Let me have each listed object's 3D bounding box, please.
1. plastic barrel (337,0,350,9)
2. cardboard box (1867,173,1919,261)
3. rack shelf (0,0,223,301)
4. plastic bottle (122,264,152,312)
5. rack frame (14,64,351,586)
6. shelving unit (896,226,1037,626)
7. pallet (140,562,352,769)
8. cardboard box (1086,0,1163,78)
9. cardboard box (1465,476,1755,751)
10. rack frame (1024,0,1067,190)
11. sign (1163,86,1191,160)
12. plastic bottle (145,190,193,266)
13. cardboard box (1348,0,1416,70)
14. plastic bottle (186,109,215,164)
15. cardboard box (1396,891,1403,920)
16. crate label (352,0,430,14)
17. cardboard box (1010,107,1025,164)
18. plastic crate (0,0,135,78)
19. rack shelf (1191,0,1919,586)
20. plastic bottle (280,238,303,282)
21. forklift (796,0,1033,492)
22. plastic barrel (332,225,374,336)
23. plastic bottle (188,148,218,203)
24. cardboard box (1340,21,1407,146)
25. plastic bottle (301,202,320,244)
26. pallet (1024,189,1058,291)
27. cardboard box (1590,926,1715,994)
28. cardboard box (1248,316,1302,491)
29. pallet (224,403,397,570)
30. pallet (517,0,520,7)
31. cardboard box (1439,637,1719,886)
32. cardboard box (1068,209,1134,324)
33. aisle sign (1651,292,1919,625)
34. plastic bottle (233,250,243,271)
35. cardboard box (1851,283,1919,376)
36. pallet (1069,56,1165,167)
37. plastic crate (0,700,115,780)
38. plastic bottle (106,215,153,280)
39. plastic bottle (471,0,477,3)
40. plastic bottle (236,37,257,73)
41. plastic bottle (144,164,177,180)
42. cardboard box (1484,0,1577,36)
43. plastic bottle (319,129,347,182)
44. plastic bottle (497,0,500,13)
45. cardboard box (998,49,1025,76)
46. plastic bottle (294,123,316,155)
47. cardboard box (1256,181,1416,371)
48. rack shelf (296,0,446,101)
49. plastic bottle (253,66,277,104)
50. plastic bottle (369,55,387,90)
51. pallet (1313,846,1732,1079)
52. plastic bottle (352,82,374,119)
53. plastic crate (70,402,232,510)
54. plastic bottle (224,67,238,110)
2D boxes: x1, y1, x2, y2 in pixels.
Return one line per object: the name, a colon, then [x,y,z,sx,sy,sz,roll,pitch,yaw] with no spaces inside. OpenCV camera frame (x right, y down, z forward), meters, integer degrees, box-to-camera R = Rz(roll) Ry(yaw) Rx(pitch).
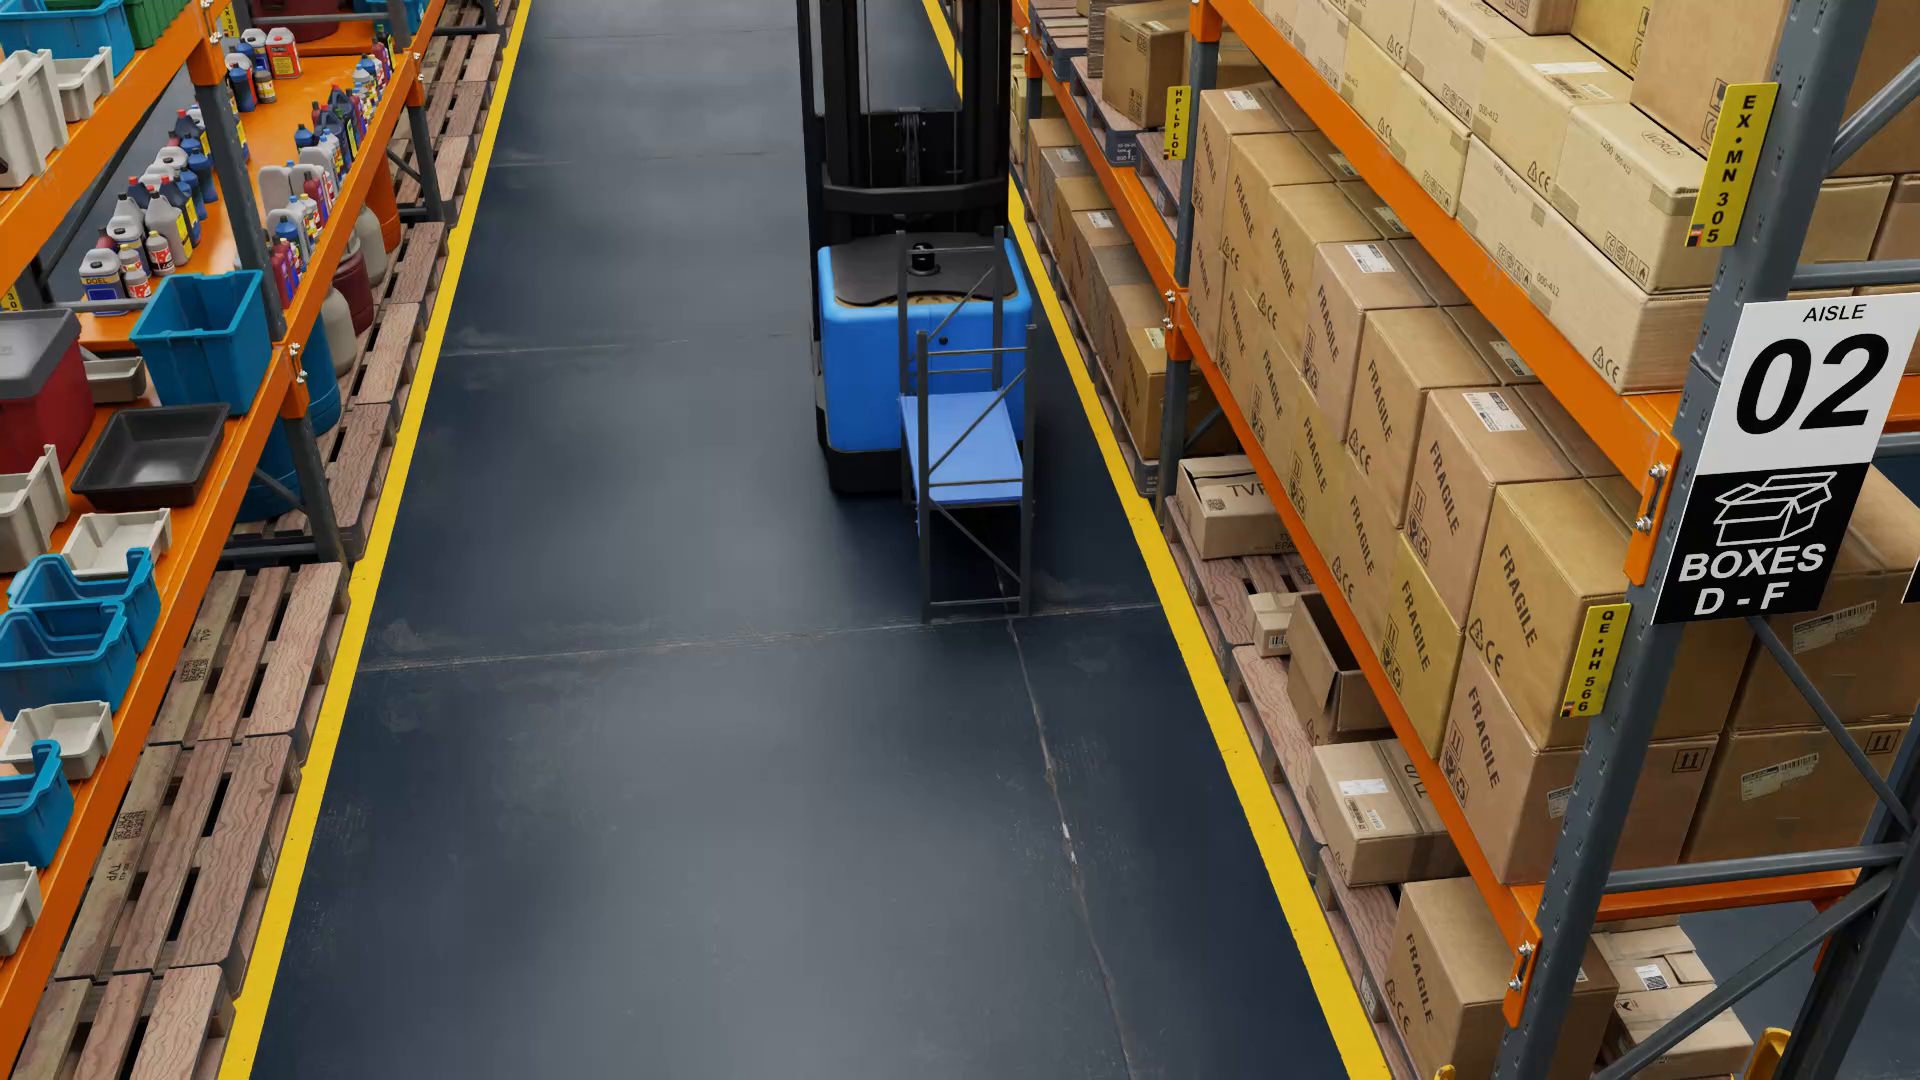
plastic barrel: [-4.307,-3.834,11.113,0.421,0.512,0.421,0,34,0]
cardboard box: [2.216,-0.829,3.829,0.500,0.250,0.500,-4,35,-6]
rack shelf: [-3.150,-0.824,4.771,1.077,0.370,4.000,-4,35,-6]
plastic bottle: [-3.671,-1.131,7.423,0.097,0.201,0.097,0,34,0]
rack frame: [-3.419,-0.998,7.051,1.000,3.000,0.127,-4,35,-6]
shelving unit: [0.012,-0.534,7.701,0.538,1.500,1.048,-4,34,-5]
pallet: [-3.282,0.562,7.238,1.003,0.211,1.213,-4,35,-6]
cardboard box: [1.082,-2.950,9.454,0.700,0.500,0.500,2,34,3]
cardboard box: [1.695,0.179,4.347,0.500,0.500,0.500,-5,35,-7]
rack frame: [0.952,-3.603,10.874,1.000,3.000,0.127,-4,35,-6]
sign: [0.940,-1.805,7.207,0.100,0.325,0.005,-4,35,-6]
plastic bottle: [-3.724,-1.477,7.797,0.144,0.351,0.185,-4,35,-6]
cardboard box: [1.501,-1.627,5.000,0.500,0.250,0.500,-4,35,-6]
plastic bottle: [-4.033,-2.139,8.835,0.152,0.276,0.135,-4,35,-6]
cardboard box: [1.745,1.333,5.756,0.380,0.166,0.250,-4,35,-6]
crate label: [-3.823,-3.820,11.160,0.502,0.435,0.616,-4,35,-6]
cardboard box: [0.639,-2.916,11.933,0.500,0.250,0.500,-4,34,-5]
plastic crate: [-2.980,-1.684,5.543,0.416,0.233,0.300,-4,35,-6]
rack shelf: [1.759,-1.197,5.318,1.077,0.370,4.000,-4,35,-6]
plastic bottle: [-3.097,-1.290,7.656,0.097,0.201,0.097,0,34,0]
forklift: [-0.309,-2.268,8.976,1.130,2.935,3.031,-4,34,-5]
plastic barrel: [-3.723,-1.505,9.563,0.600,0.588,0.708,-4,35,-6]
plastic bottle: [-3.838,-1.850,8.415,0.097,0.271,0.097,0,34,0]
cardboard box: [1.509,-1.421,5.141,0.500,0.250,0.500,-4,35,-6]
plastic bottle: [-3.155,-1.528,8.005,0.097,0.201,0.097,0,34,0]
pallet: [1.015,-2.031,11.043,1.003,0.211,1.213,-4,35,-6]
cardboard box: [2.278,1.451,5.583,0.380,0.166,0.250,-4,35,-6]
cardboard box: [1.425,-0.542,6.294,0.500,0.500,0.500,-5,35,-7]
pallet: [-3.482,-0.279,8.472,1.003,0.211,1.213,-4,35,-6]
pallet: [-4.711,-5.370,15.943,1.003,0.211,1.213,-4,35,-6]
cardboard box: [1.698,0.591,4.631,0.500,0.500,0.500,-3,34,-5]
cardboard box: [0.944,-1.613,9.783,0.500,0.500,0.500,-5,35,-8]
aisle sign: [1.733,-0.152,3.501,0.394,0.787,0.004,-4,35,-6]
plastic bottle: [-3.151,-1.221,7.422,0.144,0.351,0.185,-4,35,-6]
cardboard box: [2.210,-0.622,3.969,0.500,0.250,0.500,-4,35,-6]
pallet: [1.218,-2.439,9.336,1.003,0.211,1.213,-4,35,-6]
plastic crate: [-2.641,0.592,4.899,0.250,0.136,0.298,-4,35,-6]
plastic bottle: [-3.842,-1.346,7.672,0.152,0.276,0.135,-4,35,-6]
plastic bottle: [-4.335,-5.020,14.915,0.144,0.351,0.185,-4,35,-6]
plastic bottle: [-4.231,-2.844,9.874,0.097,0.271,0.097,0,34,0]
plastic bottle: [-3.928,-1.702,8.195,0.152,0.276,0.135,-4,35,-6]
cardboard box: [1.786,-1.675,4.403,0.700,0.500,0.500,-4,35,-6]
plastic bottle: [-3.261,-1.999,8.634,0.097,0.271,0.097,0,34,0]
plastic bottle: [-4.117,-4.755,14.658,0.097,0.201,0.097,0,34,0]
cardboard box: [0.561,-3.435,12.198,0.500,0.311,0.500,-5,35,-7]
plastic bottle: [-3.417,-2.043,8.698,0.097,0.271,0.097,0,34,0]
cardboard box: [1.413,-0.966,6.028,0.500,0.500,0.500,-5,35,-8]
rack shelf: [-4.226,-4.049,12.166,1.077,0.370,4.000,-4,35,-6]
plastic bottle: [-4.036,-2.644,9.642,0.097,0.201,0.097,0,34,0]
plastic bottle: [-3.452,-2.760,9.813,0.097,0.201,0.097,0,34,0]
pallet: [1.909,1.526,5.823,1.003,0.211,1.213,-4,35,-6]
plastic bottle: [-3.386,-2.488,9.414,0.097,0.201,0.097,0,34,0]
plastic crate: [-3.002,-0.305,6.225,0.437,0.125,0.590,-4,35,-6]
plastic bottle: [-4.184,-2.579,9.475,0.061,0.283,0.133,-4,35,-6]
